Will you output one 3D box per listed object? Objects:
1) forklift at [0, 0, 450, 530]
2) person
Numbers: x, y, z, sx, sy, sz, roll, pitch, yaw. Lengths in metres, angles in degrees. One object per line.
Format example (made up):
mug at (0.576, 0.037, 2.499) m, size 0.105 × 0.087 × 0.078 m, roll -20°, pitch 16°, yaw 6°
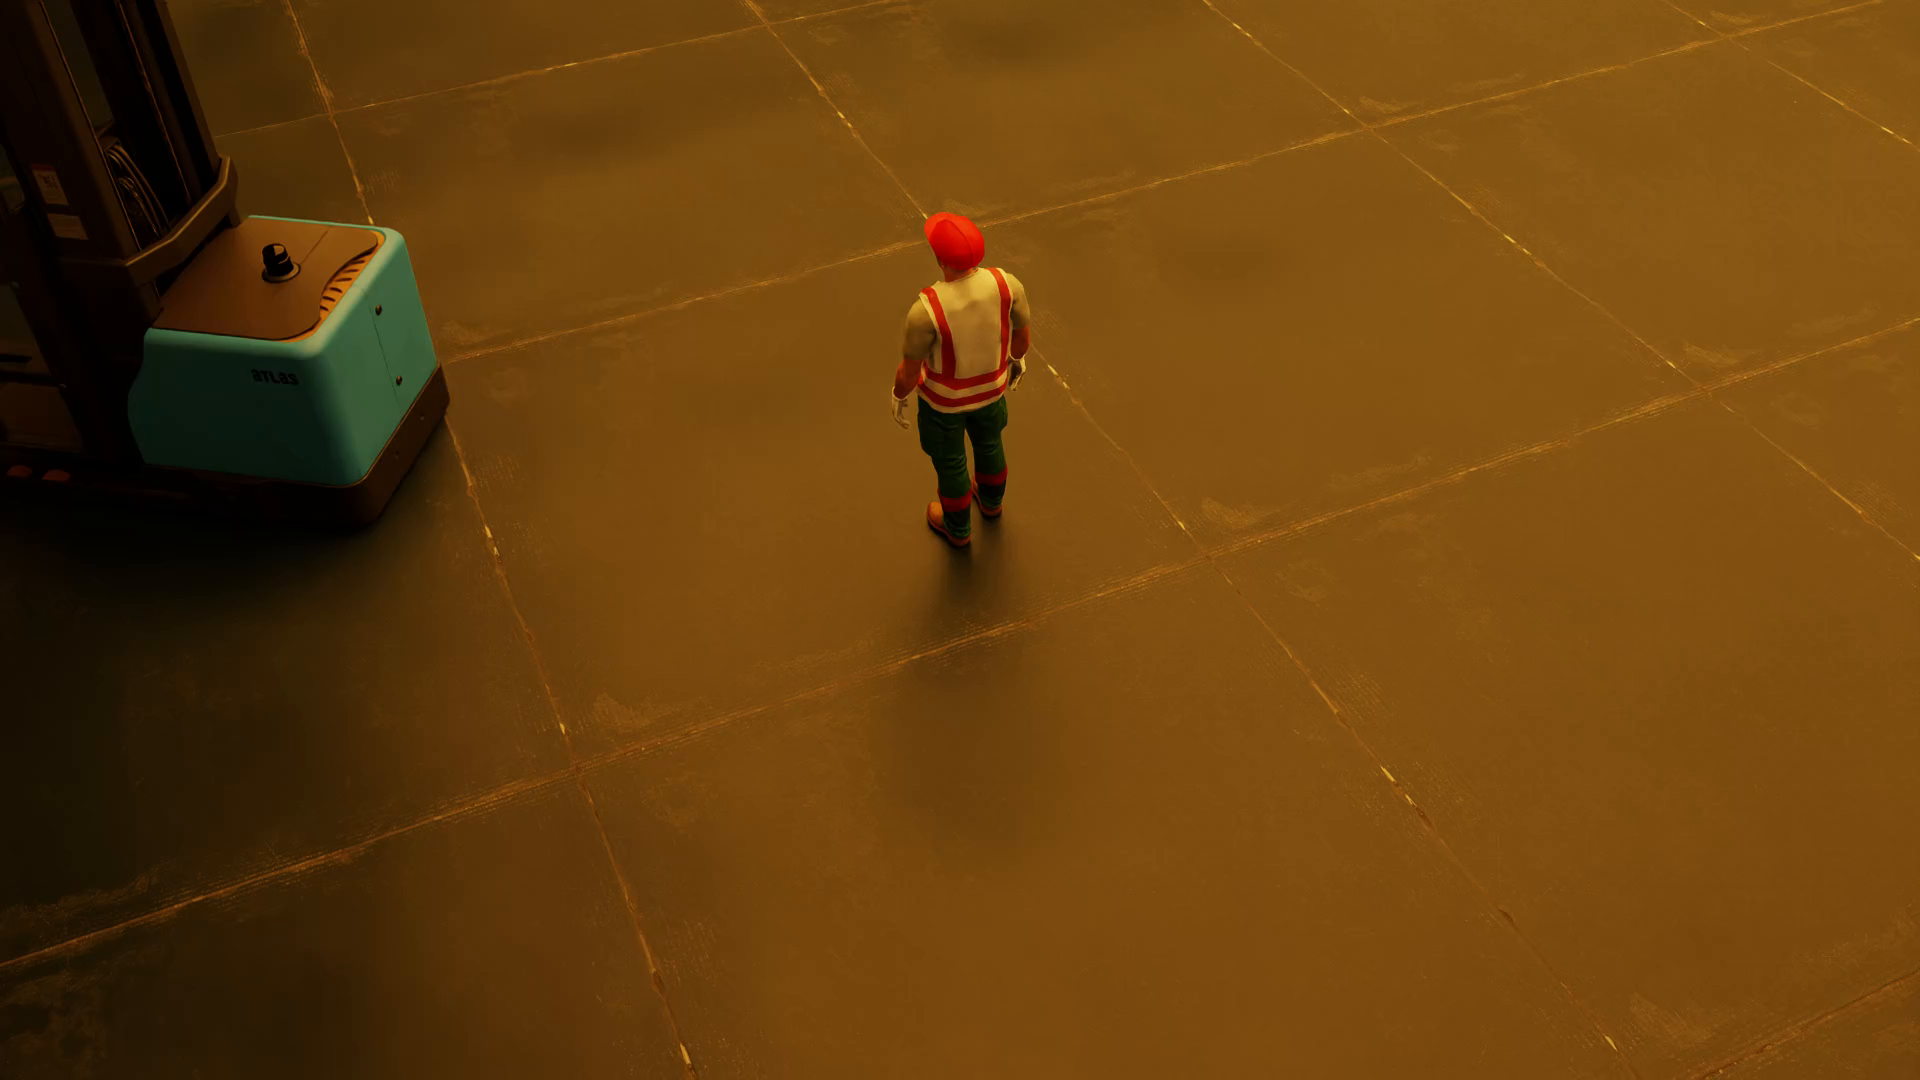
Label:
forklift at (-4.164, -1.597, 7.392) m, size 3.031 × 2.935 × 1.130 m, roll 7°, pitch 43°, yaw 7°
person at (-0.024, -0.712, 7.270) m, size 0.638 × 1.789 × 0.562 m, roll -18°, pitch 46°, yaw -18°
